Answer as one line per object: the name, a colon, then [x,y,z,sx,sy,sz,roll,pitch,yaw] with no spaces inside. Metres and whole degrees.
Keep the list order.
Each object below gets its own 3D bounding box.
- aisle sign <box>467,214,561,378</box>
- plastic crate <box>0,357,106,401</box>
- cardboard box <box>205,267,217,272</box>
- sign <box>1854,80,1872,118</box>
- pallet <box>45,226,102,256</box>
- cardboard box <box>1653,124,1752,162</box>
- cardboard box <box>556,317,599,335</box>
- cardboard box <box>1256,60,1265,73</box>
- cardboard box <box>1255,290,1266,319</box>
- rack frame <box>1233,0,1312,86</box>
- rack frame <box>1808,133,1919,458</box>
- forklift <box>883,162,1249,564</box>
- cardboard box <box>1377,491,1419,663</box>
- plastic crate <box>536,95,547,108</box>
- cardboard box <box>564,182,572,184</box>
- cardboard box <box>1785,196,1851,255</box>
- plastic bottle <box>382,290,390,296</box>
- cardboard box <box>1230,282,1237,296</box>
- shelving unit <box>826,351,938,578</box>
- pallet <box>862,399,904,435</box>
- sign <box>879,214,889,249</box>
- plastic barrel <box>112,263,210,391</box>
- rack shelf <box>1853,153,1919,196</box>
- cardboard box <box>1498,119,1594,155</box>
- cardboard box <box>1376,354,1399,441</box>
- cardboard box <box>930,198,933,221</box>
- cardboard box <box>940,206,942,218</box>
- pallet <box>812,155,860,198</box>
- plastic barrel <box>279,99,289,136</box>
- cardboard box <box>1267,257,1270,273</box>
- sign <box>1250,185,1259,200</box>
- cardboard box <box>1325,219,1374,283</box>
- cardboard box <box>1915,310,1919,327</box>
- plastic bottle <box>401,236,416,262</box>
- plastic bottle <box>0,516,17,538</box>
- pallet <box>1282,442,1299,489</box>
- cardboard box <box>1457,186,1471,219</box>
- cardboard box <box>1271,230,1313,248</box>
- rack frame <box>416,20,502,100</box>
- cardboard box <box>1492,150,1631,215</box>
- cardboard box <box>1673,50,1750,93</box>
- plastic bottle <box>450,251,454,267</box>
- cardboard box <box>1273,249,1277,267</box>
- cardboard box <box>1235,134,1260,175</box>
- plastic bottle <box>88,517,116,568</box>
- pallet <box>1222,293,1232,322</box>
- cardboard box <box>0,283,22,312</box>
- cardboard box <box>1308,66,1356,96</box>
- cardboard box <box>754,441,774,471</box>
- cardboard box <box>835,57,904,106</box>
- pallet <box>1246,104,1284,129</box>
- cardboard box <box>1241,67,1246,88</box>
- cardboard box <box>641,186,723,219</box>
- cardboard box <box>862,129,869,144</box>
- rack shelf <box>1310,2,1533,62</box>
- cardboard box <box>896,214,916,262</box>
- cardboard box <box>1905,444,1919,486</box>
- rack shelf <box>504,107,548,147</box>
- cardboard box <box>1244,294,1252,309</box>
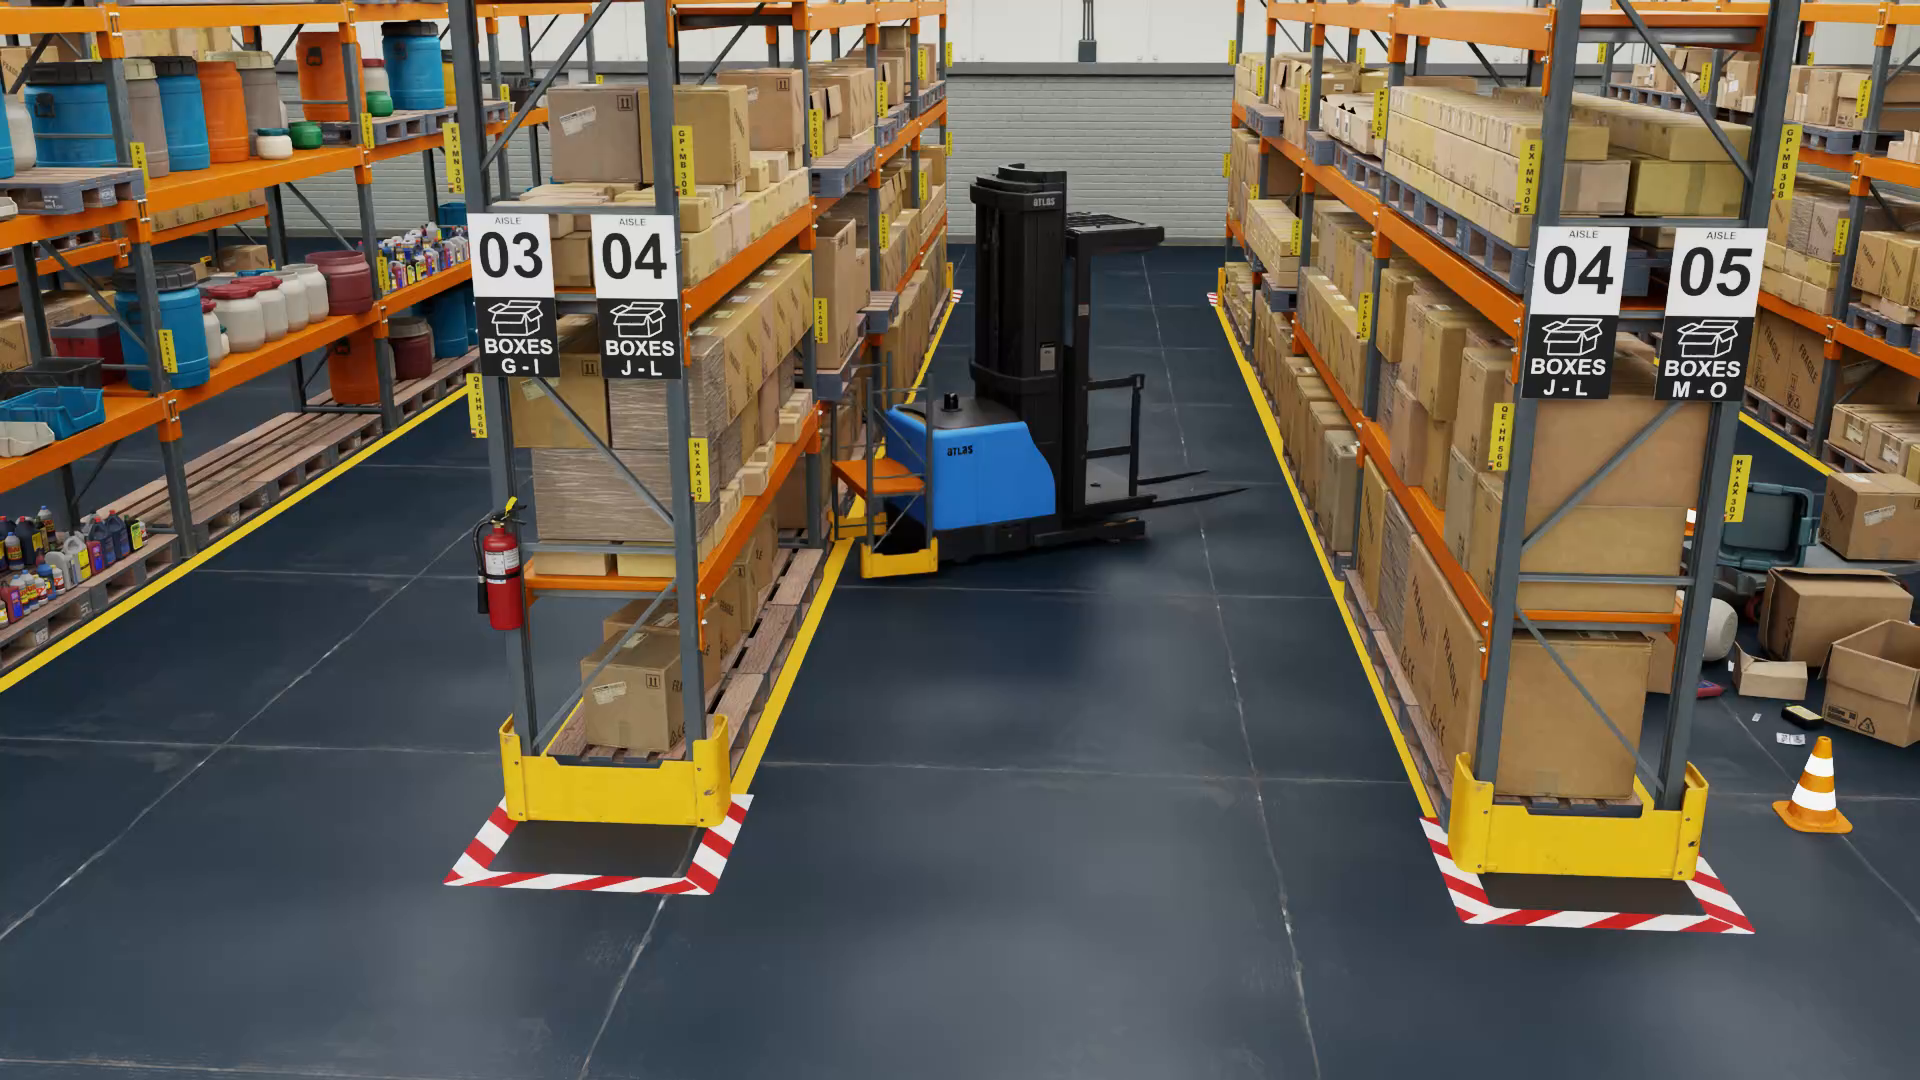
aisle sign: [-2.145,-1.172,8.006,0.394,0.787,0.004,1,18,4]
plastic crate: [-6.660,-1.112,12.100,0.767,0.338,0.504,1,18,4]
cardboard box: [-10.933,-3.725,23.683,0.500,0.250,0.500,1,18,4]
sign: [8.063,-3.936,14.842,0.100,0.325,0.005,1,18,4]
pallet: [-11.028,-3.561,19.782,1.003,0.211,1.213,1,18,4]
cardboard box: [3.440,-1.835,7.677,0.380,0.149,0.250,1,18,5]
cardboard box: [-2.019,-0.944,9.244,0.500,0.500,0.500,1,18,4]
cardboard box: [3.692,-5.577,19.607,0.380,0.149,0.250,1,18,4]
cardboard box: [3.642,-2.678,18.914,0.500,0.250,0.500,0,18,1]
rack frame: [4.245,-7.627,22.247,1.000,3.000,0.127,1,18,4]
rack frame: [8.616,-2.212,15.357,1.000,3.000,0.127,1,18,4]
forklift: [0.934,-1.508,13.318,3.031,2.935,1.130,-9,20,-24]
cardboard box: [3.209,0.235,10.626,0.875,0.875,0.875,1,18,4]
plastic crate: [-5.536,-5.681,21.551,0.437,0.136,0.530,1,18,4]
cardboard box: [-2.033,-1.989,9.461,0.380,0.149,0.250,0,18,1]
cardboard box: [8.421,-3.061,16.180,0.500,0.500,0.500,2,18,5]
plastic bottle: [-5.855,-2.612,16.777,0.152,0.276,0.135,1,18,4]
cardboard box: [3.820,-3.366,22.305,0.380,0.149,0.250,2,18,6]
shelving unit: [-0.610,-0.604,12.693,0.587,1.500,1.083,-5,17,-18]
pallet: [-1.137,-1.351,17.208,1.003,0.211,1.213,1,18,4]
sign: [-0.726,-2.937,15.836,0.100,0.325,0.005,1,18,4]
plastic barrel: [-6.165,-1.653,12.845,0.600,0.901,0.708,1,18,4]
rack shelf: [8.473,-2.675,13.106,1.077,0.370,4.000,1,18,4]
cardboard box: [2.803,-1.928,7.961,0.380,0.149,0.250,1,18,4]
cardboard box: [3.370,-1.005,11.433,0.875,0.550,0.550,1,18,4]
cardboard box: [-0.614,-4.201,21.190,0.500,0.250,0.500,2,18,5]
cardboard box: [-0.447,-4.444,22.572,0.380,0.149,0.250,2,18,5]
pallet: [-1.405,-2.717,12.381,1.213,0.211,1.003,1,18,4]
plastic barrel: [-6.536,-3.933,15.611,0.421,0.512,0.421,0,18,0]
cardboard box: [3.308,-2.769,16.786,0.380,0.149,0.250,1,18,3]
sign: [3.417,-3.955,19.284,0.100,0.325,0.005,1,18,4]
cardboard box: [3.595,-2.518,14.523,0.700,0.500,0.500,1,18,3]
cardboard box: [8.308,-1.863,14.020,0.380,0.149,0.250,2,18,7]
plastic bottle: [-6.250,-3.301,18.879,0.152,0.276,0.135,1,18,4]
plastic bottle: [-6.967,-0.010,12.185,0.144,0.351,0.185,2,18,5]
pallet: [3.540,-0.723,15.290,1.003,0.211,1.213,1,18,4]
cardboard box: [2.857,-1.787,8.810,0.380,0.149,0.250,1,18,3]
cardboard box: [3.288,-2.976,16.461,0.380,0.149,0.250,2,18,6]
rack frame: [-5.922,-6.637,19.227,1.000,3.000,0.127,1,18,4]
cardboard box: [2.855,-1.707,7.927,0.500,0.250,0.500,2,18,5]
cardboard box: [8.968,-5.596,19.864,0.797,0.503,0.637,3,18,8]
plastic bottle: [-5.697,-3.142,18.513,0.097,0.201,0.097,0,18,0]
cardboard box: [3.270,-2.759,16.278,0.380,0.149,0.250,2,18,6]
cardboard box: [3.859,-4.988,21.586,0.500,0.500,0.500,1,18,3]
plastic bottle: [-6.268,0.014,12.110,0.144,0.351,0.185,0,18,1]
pallet: [4.146,-3.176,22.775,1.003,0.211,1.213,1,18,4]
cardboard box: [-11.212,-2.820,19.316,0.500,0.250,0.500,1,18,4]
cardboard box: [3.442,-4.259,15.398,0.396,0.266,0.258,1,18,4]
cardboard box: [-1.399,-0.533,10.635,0.380,0.149,0.250,1,18,4]
cardboard box: [-1.013,-5.168,18.725,0.700,0.500,0.500,2,18,5]
pallet: [3.808,-4.680,18.374,1.213,0.211,1.003,1,18,4]
cardboard box: [3.870,-5.918,21.288,0.500,0.250,0.500,1,18,5]
cardboard box: [-1.491,-1.815,8.929,0.380,0.149,0.250,2,18,6]
cardboard box: [-1.080,-3.480,14.650,0.500,0.250,0.500,1,18,4]
rack shelf: [3.528,-3.989,12.943,1.077,0.370,4.000,1,18,4]
cardboard box: [-0.785,-3.418,18.877,0.500,0.500,0.500,2,18,6]
cardboard box: [8.461,-0.523,13.747,0.950,0.372,0.625,2,18,6]
rack shelf: [-5.778,-5.491,21.701,1.077,0.370,4.000,1,18,4]
cardboard box: [3.714,-2.935,20.512,0.380,0.149,0.250,1,18,3]
